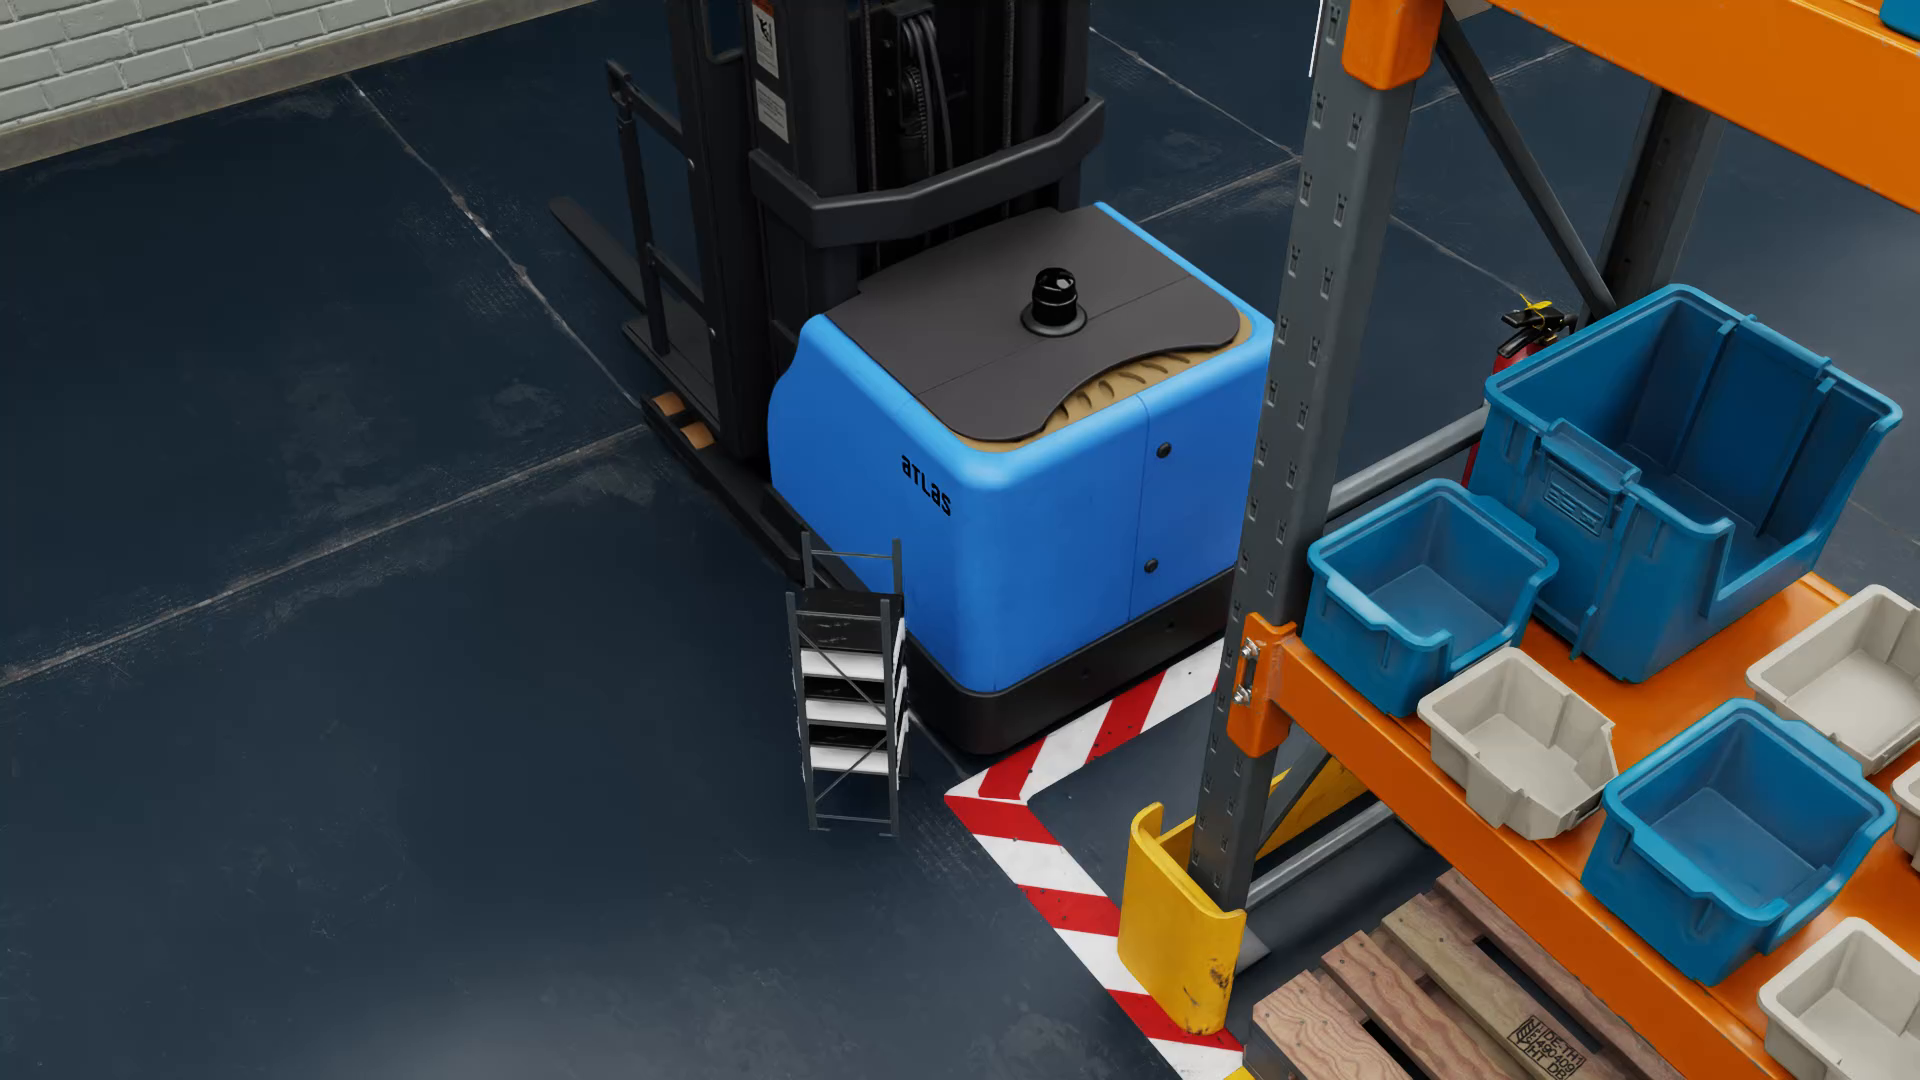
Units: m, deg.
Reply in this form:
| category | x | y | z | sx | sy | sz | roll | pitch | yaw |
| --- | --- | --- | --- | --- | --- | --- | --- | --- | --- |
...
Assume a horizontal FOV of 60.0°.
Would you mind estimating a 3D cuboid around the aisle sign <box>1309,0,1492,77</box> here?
| category | x | y | z | sx | sy | sz | roll | pitch | yaw |
| --- | --- | --- | --- | --- | --- | --- | --- | --- | --- |
| aisle sign | 0.686 | -1.057 | 2.302 | 0.394 | 0.787 | 0.004 | -26 | 49 | -24 |

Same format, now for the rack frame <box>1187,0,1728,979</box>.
| category | x | y | z | sx | sy | sz | roll | pitch | yaw |
| --- | --- | --- | --- | --- | --- | --- | --- | --- | --- |
| rack frame | 0.971 | -0.193 | 3.280 | 1.000 | 3.000 | 0.127 | -26 | 49 | -24 |

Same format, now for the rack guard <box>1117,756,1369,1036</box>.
| category | x | y | z | sx | sy | sz | roll | pitch | yaw |
| --- | --- | --- | --- | --- | --- | --- | --- | --- | --- |
| rack guard | 0.946 | 0.702 | 4.152 | 1.175 | 0.500 | 0.348 | -26 | 49 | -24 |

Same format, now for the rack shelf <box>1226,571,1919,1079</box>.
| category | x | y | z | sx | sy | sz | roll | pitch | yaw |
| --- | --- | --- | --- | --- | --- | --- | --- | --- | --- |
| rack shelf | 2.115 | 1.200 | 2.342 | 1.077 | 0.370 | 4.000 | -26 | 49 | -24 |

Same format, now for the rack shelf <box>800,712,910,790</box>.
| category | x | y | z | sx | sy | sz | roll | pitch | yaw |
| --- | --- | --- | --- | --- | --- | --- | --- | --- | --- |
| rack shelf | -0.270 | 0.540 | 4.342 | 0.258 | 0.077 | 0.200 | 4 | 44 | 4 |

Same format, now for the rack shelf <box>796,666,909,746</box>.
| category | x | y | z | sx | sy | sz | roll | pitch | yaw |
| --- | --- | --- | --- | --- | --- | --- | --- | --- | --- |
| rack shelf | -0.270 | 0.410 | 4.217 | 0.258 | 0.077 | 0.200 | 4 | 44 | 4 |

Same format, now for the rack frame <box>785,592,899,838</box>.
| category | x | y | z | sx | sy | sz | roll | pitch | yaw |
| --- | --- | --- | --- | --- | --- | --- | --- | --- | --- |
| rack frame | -0.281 | 0.455 | 4.121 | 0.240 | 0.900 | 0.006 | 4 | 44 | 4 |

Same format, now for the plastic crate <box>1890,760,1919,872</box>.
| category | x | y | z | sx | sy | sz | roll | pitch | yaw |
| --- | --- | --- | --- | --- | --- | --- | --- | --- | --- |
| plastic crate | 1.740 | 0.441 | 2.764 | 0.396 | 0.136 | 0.243 | -26 | 49 | -24 |

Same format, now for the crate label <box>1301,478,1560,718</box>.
| category | x | y | z | sx | sy | sz | roll | pitch | yaw |
| --- | --- | --- | --- | --- | --- | --- | --- | --- | --- |
| crate label | 0.842 | 0.115 | 3.035 | 0.416 | 0.233 | 0.303 | -26 | 49 | -24 |

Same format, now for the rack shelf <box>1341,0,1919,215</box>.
| category | x | y | z | sx | sy | sz | roll | pitch | yaw |
| --- | --- | --- | --- | --- | --- | --- | --- | --- | --- |
| rack shelf | 2.115 | 0.115 | 1.306 | 1.077 | 0.370 | 4.000 | -26 | 49 | -24 |

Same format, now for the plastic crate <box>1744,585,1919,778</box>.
| category | x | y | z | sx | sy | sz | roll | pitch | yaw |
| --- | --- | --- | --- | --- | --- | --- | --- | --- | --- |
| plastic crate | 1.586 | 0.271 | 2.942 | 0.396 | 0.136 | 0.243 | -26 | 49 | -24 |

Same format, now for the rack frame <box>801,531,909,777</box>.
| category | x | y | z | sx | sy | sz | roll | pitch | yaw |
| --- | --- | --- | --- | --- | --- | --- | --- | --- | --- |
| rack frame | -0.260 | 0.316 | 4.268 | 0.240 | 0.900 | 0.006 | 4 | 44 | 4 |

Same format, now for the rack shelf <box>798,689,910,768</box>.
| category | x | y | z | sx | sy | sz | roll | pitch | yaw |
| --- | --- | --- | --- | --- | --- | --- | --- | --- | --- |
| rack shelf | -0.270 | 0.475 | 4.280 | 0.258 | 0.077 | 0.200 | 4 | 44 | 4 |

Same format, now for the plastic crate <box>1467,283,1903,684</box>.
| category | x | y | z | sx | sy | sz | roll | pitch | yaw |
| --- | --- | --- | --- | --- | --- | --- | --- | --- | --- |
| plastic crate | 1.315 | -0.112 | 3.126 | 0.616 | 0.435 | 0.499 | -26 | 49 | -24 |

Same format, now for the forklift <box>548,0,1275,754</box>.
| category | x | y | z | sx | sy | sz | roll | pitch | yaw |
| --- | --- | --- | --- | --- | --- | --- | --- | --- | --- |
| forklift | -0.406 | -1.456 | 4.653 | 1.130 | 2.935 | 3.031 | -26 | 49 | -25 |

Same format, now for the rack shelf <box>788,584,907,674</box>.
| category | x | y | z | sx | sy | sz | roll | pitch | yaw |
| --- | --- | --- | --- | --- | --- | --- | --- | --- | --- |
| rack shelf | -0.270 | 0.214 | 4.031 | 0.258 | 0.077 | 0.200 | 4 | 44 | 4 |

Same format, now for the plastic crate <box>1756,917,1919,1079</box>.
| category | x | y | z | sx | sy | sz | roll | pitch | yaw |
| --- | --- | --- | --- | --- | --- | --- | --- | --- | --- |
| plastic crate | 1.345 | 0.749 | 2.441 | 0.250 | 0.136 | 0.298 | -26 | 49 | -24 |

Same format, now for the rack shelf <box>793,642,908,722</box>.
| category | x | y | z | sx | sy | sz | roll | pitch | yaw |
| --- | --- | --- | --- | --- | --- | --- | --- | --- | --- |
| rack shelf | -0.270 | 0.345 | 4.155 | 0.258 | 0.077 | 0.200 | 4 | 44 | 4 |

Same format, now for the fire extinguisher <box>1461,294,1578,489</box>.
| category | x | y | z | sx | sy | sz | roll | pitch | yaw |
| --- | --- | --- | --- | --- | --- | --- | --- | --- | --- |
| fire extinguisher | 1.257 | -0.295 | 3.713 | 0.296 | 0.674 | 0.183 | -26 | 49 | -24 |

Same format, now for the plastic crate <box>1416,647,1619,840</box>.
| category | x | y | z | sx | sy | sz | roll | pitch | yaw |
| --- | --- | --- | --- | --- | --- | --- | --- | --- | --- |
| plastic crate | 0.957 | 0.365 | 2.843 | 0.250 | 0.136 | 0.298 | -26 | 49 | -24 |

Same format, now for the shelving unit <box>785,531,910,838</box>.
| category | x | y | z | sx | sy | sz | roll | pitch | yaw |
| --- | --- | --- | --- | --- | --- | --- | --- | --- | --- |
| shelving unit | -0.270 | 0.386 | 4.194 | 0.258 | 0.900 | 0.210 | 4 | 44 | 4 |

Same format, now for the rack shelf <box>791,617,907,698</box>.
| category | x | y | z | sx | sy | sz | roll | pitch | yaw |
| --- | --- | --- | --- | --- | --- | --- | --- | --- | --- |
| rack shelf | -0.270 | 0.279 | 4.093 | 0.258 | 0.077 | 0.200 | 4 | 44 | 4 |

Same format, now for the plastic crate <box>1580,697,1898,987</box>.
| category | x | y | z | sx | sy | sz | roll | pitch | yaw |
| --- | --- | --- | --- | --- | --- | --- | --- | --- | --- |
| plastic crate | 1.218 | 0.488 | 2.644 | 0.416 | 0.233 | 0.300 | -26 | 49 | -24 |

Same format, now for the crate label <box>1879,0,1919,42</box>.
| category | x | y | z | sx | sy | sz | roll | pitch | yaw |
| --- | --- | --- | --- | --- | --- | --- | --- | --- | --- |
| crate label | 1.233 | -0.574 | 1.615 | 0.408 | 0.251 | 0.502 | -26 | 49 | -24 |

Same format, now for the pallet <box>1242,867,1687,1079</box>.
| category | x | y | z | sx | sy | sz | roll | pitch | yaw |
| --- | --- | --- | --- | --- | --- | --- | --- | --- | --- |
| pallet | 1.411 | 1.298 | 3.738 | 1.003 | 0.211 | 1.213 | -26 | 49 | -24 |
